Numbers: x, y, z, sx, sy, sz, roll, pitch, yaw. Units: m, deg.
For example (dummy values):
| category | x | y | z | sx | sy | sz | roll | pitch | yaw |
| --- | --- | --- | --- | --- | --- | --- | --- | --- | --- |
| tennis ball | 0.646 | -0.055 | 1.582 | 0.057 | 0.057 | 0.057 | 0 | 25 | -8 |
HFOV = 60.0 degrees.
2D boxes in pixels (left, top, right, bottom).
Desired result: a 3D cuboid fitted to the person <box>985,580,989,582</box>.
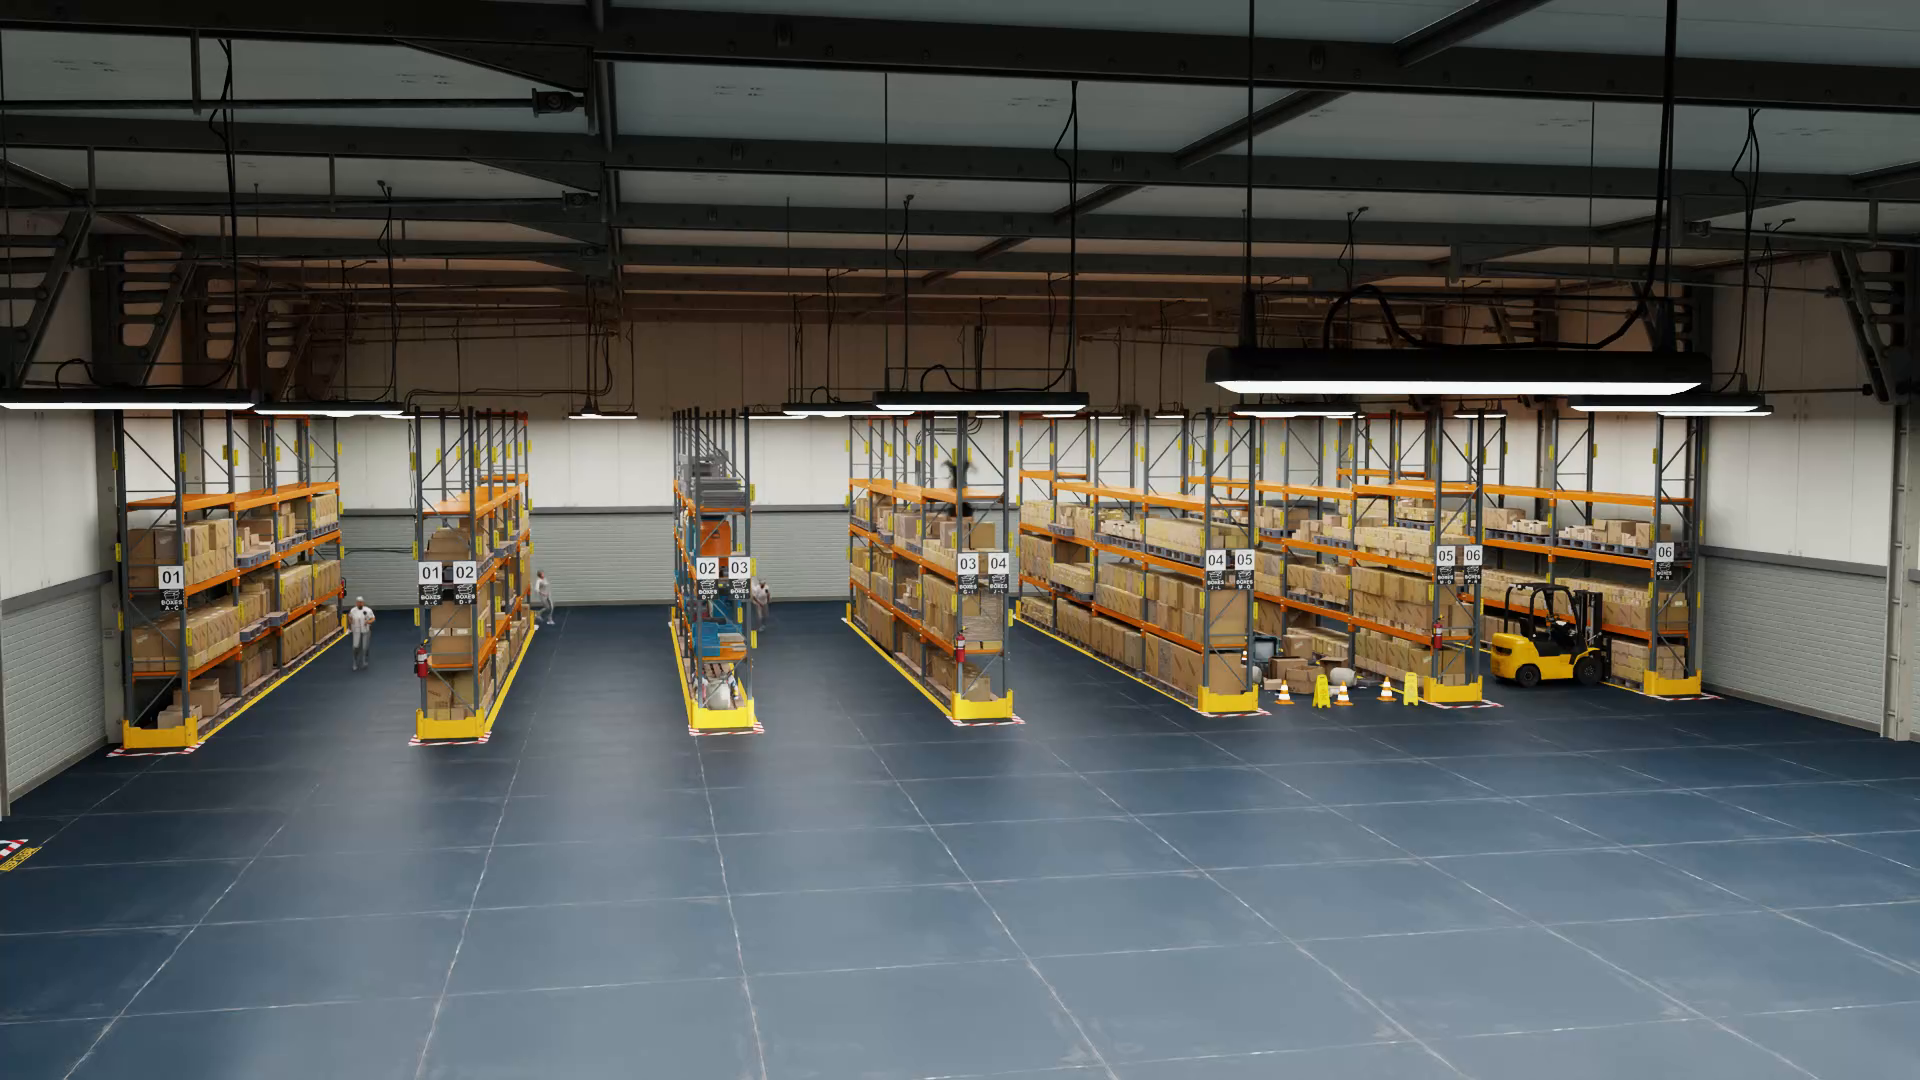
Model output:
| category | x | y | z | sx | sy | sz | roll | pitch | yaw |
| --- | --- | --- | --- | --- | --- | --- | --- | --- | --- |
| person | 0.632 | 1.862 | 42.097 | 0.634 | 1.734 | 1.014 | -2 | 4 | -21 |

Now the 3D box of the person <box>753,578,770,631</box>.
| category | x | y | z | sx | sy | sz | roll | pitch | yaw |
| --- | --- | --- | --- | --- | --- | --- | --- | --- | --- |
| person | -5.443 | 1.751 | 45.361 | 0.545 | 1.498 | 0.858 | -3 | 5 | -32 |

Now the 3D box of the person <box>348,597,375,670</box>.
| category | x | y | z | sx | sy | sz | roll | pitch | yaw |
| --- | --- | --- | --- | --- | --- | --- | --- | --- | --- |
| person | -13.883 | 2.168 | 38.587 | 0.611 | 1.693 | 0.715 | -1 | 4 | -13 |

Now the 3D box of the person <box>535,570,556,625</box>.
| category | x | y | z | sx | sy | sz | roll | pitch | yaw |
| --- | --- | --- | --- | --- | --- | --- | --- | --- | --- |
| person | -11.744 | 1.633 | 46.904 | 0.623 | 1.563 | 0.593 | 1 | 4 | 18 |
